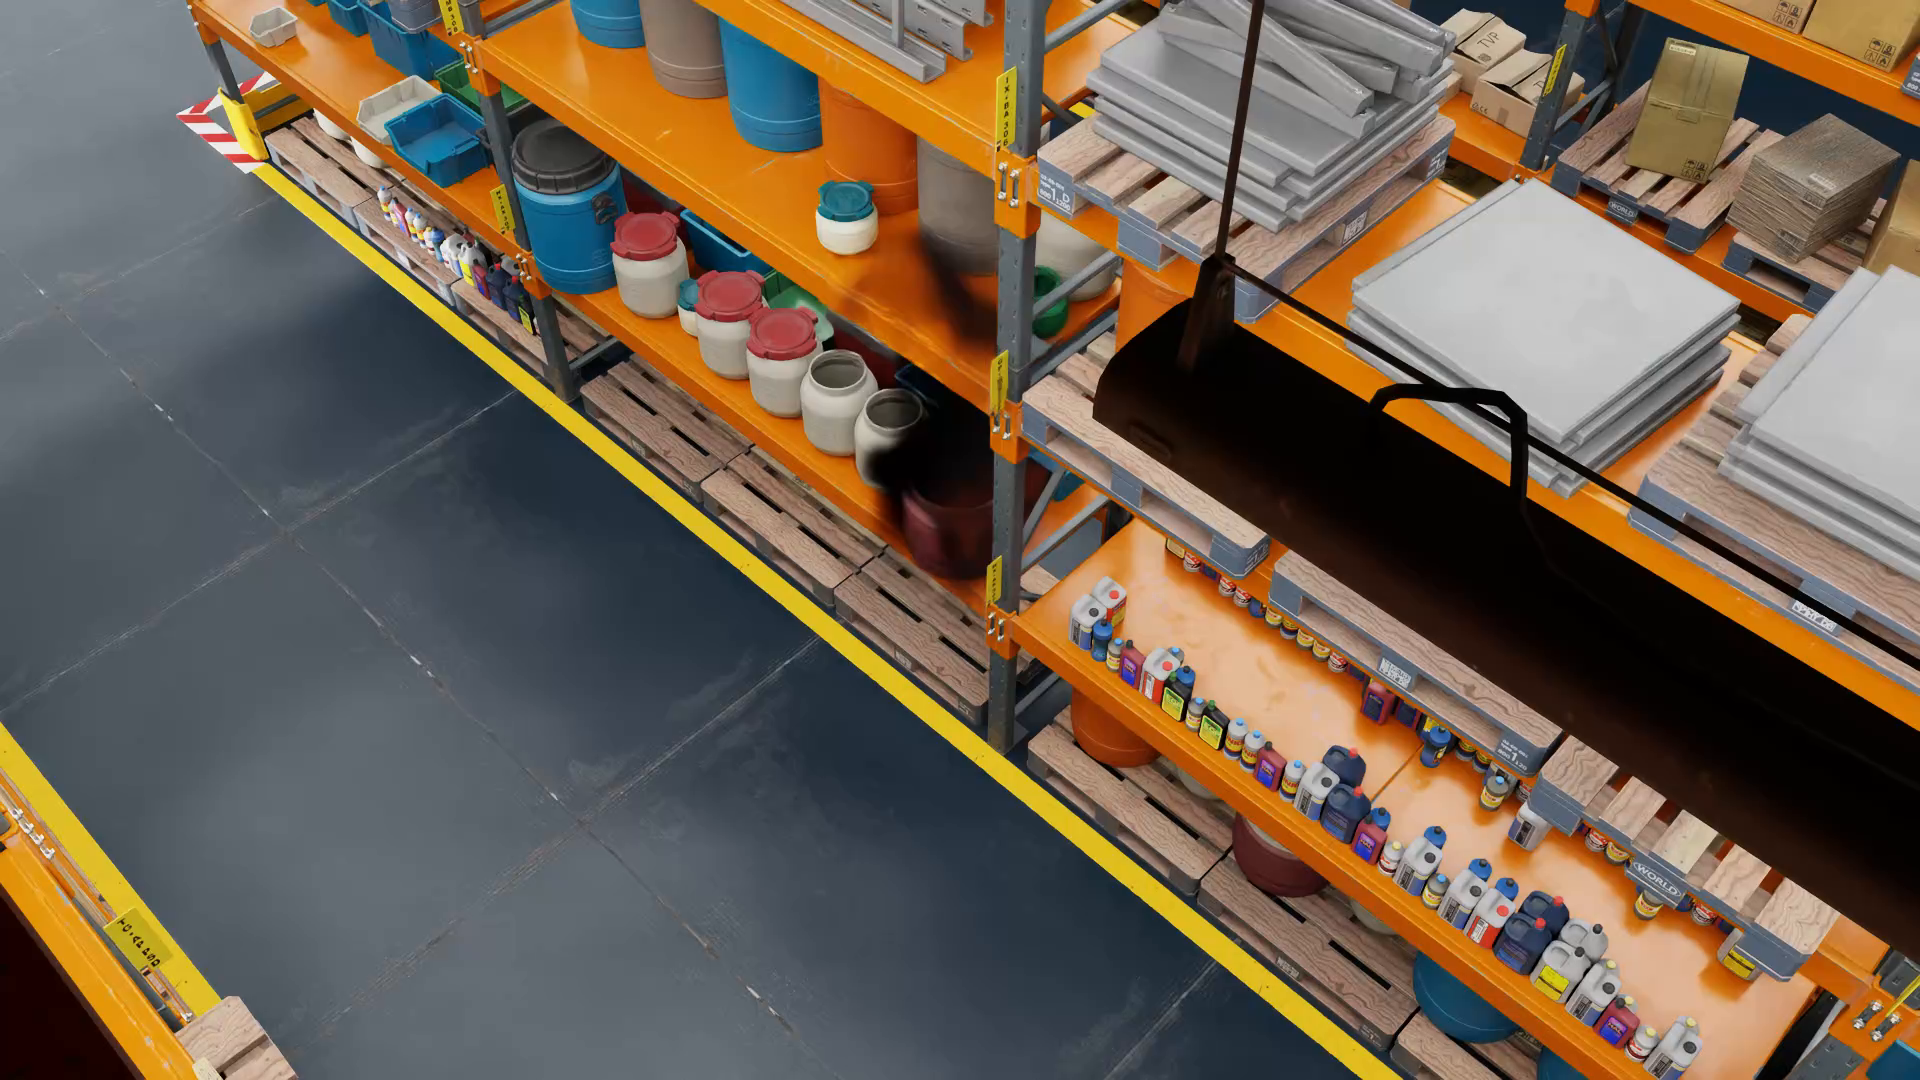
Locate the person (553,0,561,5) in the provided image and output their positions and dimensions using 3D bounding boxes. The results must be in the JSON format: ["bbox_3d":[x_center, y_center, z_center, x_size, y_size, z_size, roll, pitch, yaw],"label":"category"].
[{"bbox_3d":[-2.925,-4.015,12.844,0.923,1.361,0.352,19,53,15],"label":"person"}]
